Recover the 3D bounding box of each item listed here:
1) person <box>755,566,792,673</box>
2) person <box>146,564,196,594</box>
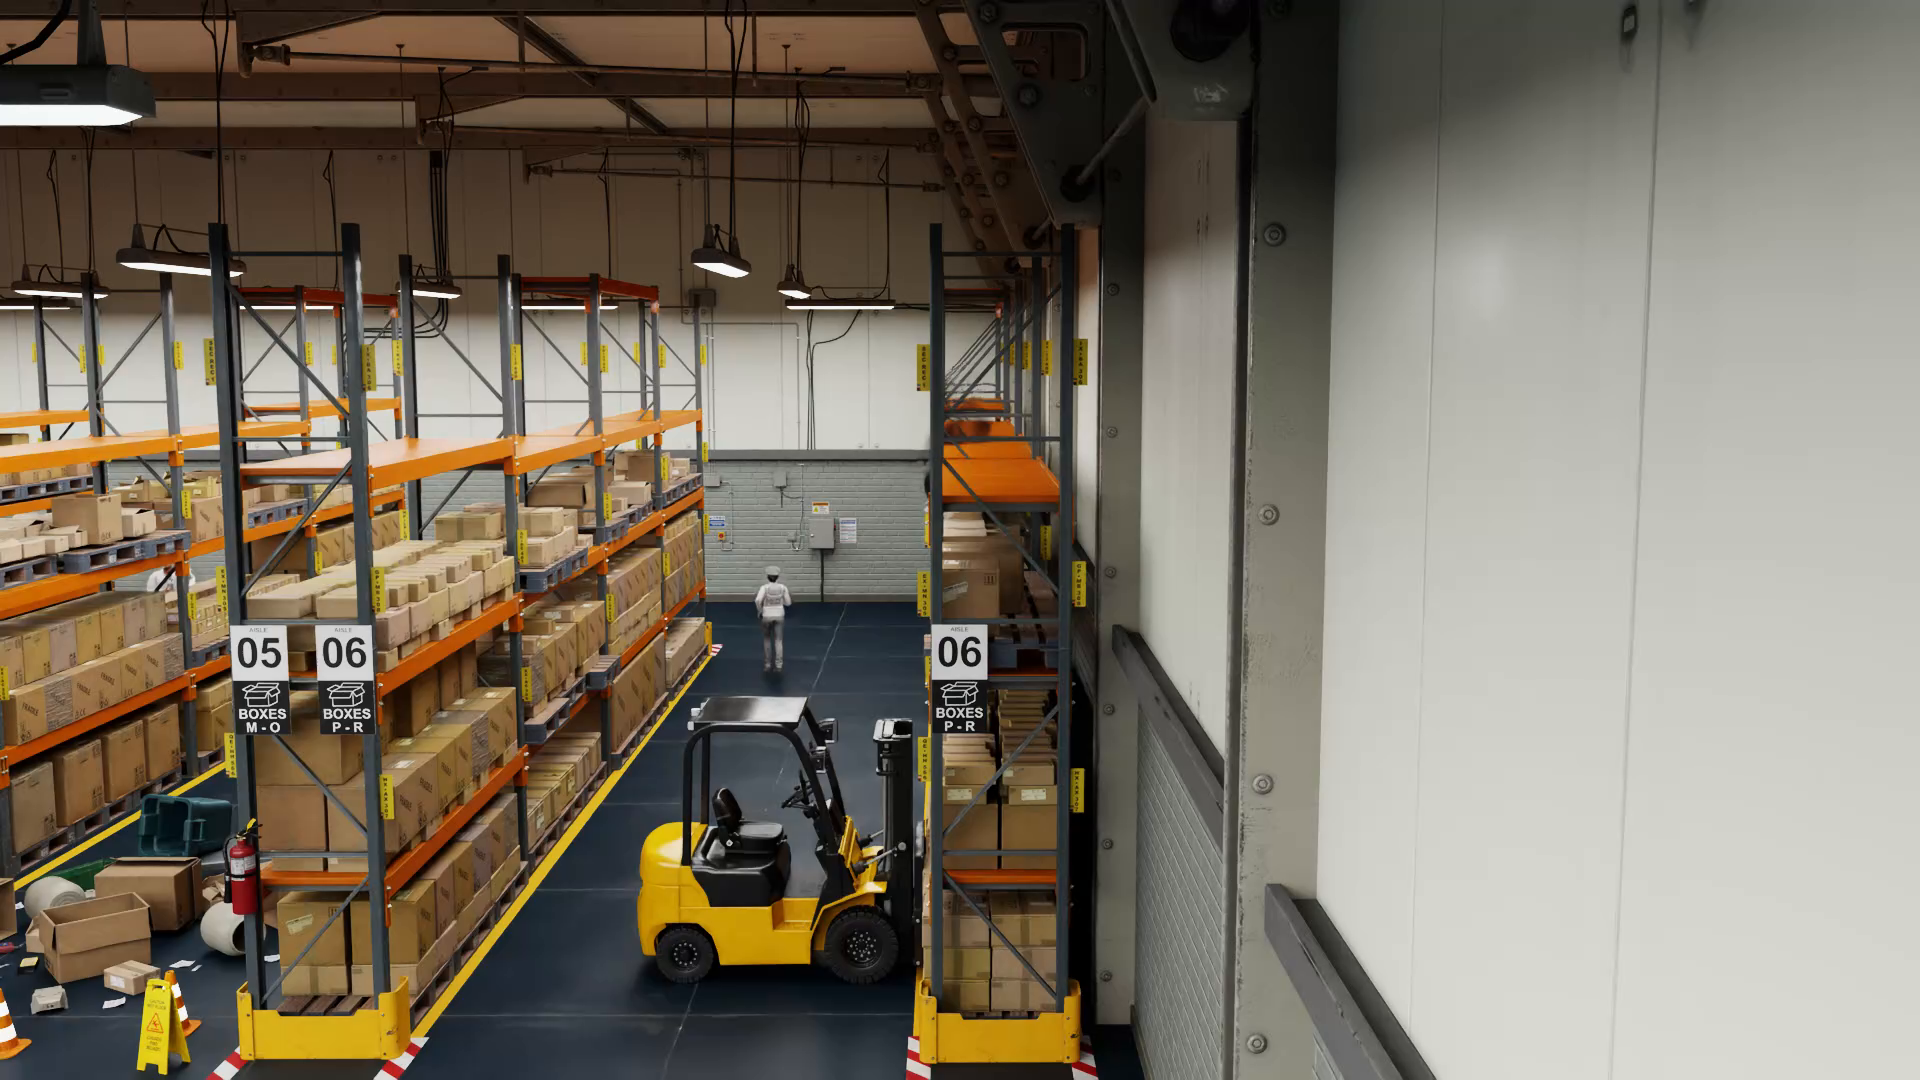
[{"bbox_3d":[-2.937,1.268,26.106,0.602,1.733,0.812,-1,7,-13],"label":"person"},{"bbox_3d":[-12.973,1.119,27.382,0.722,1.799,0.972,-2,7,-17],"label":"person"}]
